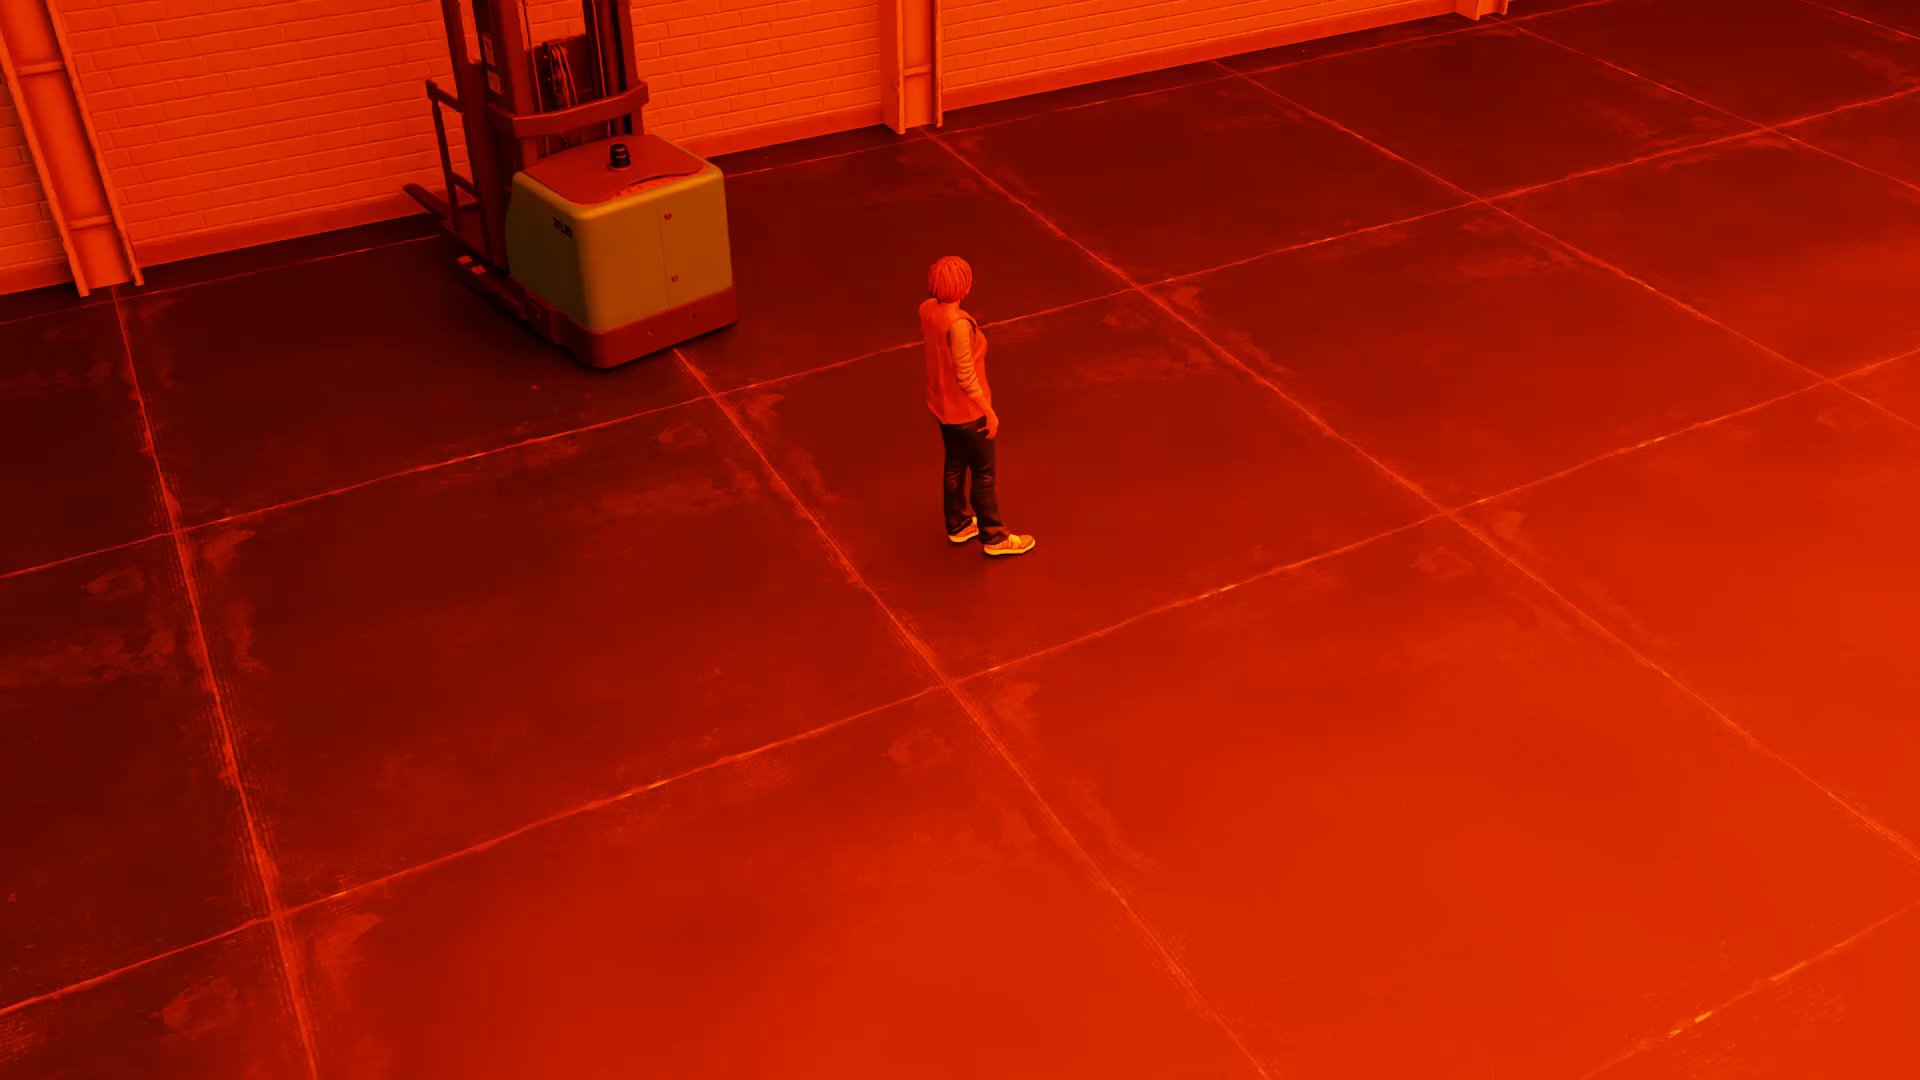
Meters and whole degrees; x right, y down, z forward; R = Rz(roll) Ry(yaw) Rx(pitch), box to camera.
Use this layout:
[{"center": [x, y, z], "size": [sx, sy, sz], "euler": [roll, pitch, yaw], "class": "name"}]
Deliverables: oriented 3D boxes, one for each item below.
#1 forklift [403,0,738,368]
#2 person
[{"center": [-2.741, -3.006, 10.376], "size": [1.130, 2.935, 3.031], "euler": [-26, 43, -32], "class": "forklift"}, {"center": [0.073, -0.671, 8.215], "size": [0.473, 1.599, 0.520], "euler": [-17, 39, -23], "class": "person"}]
